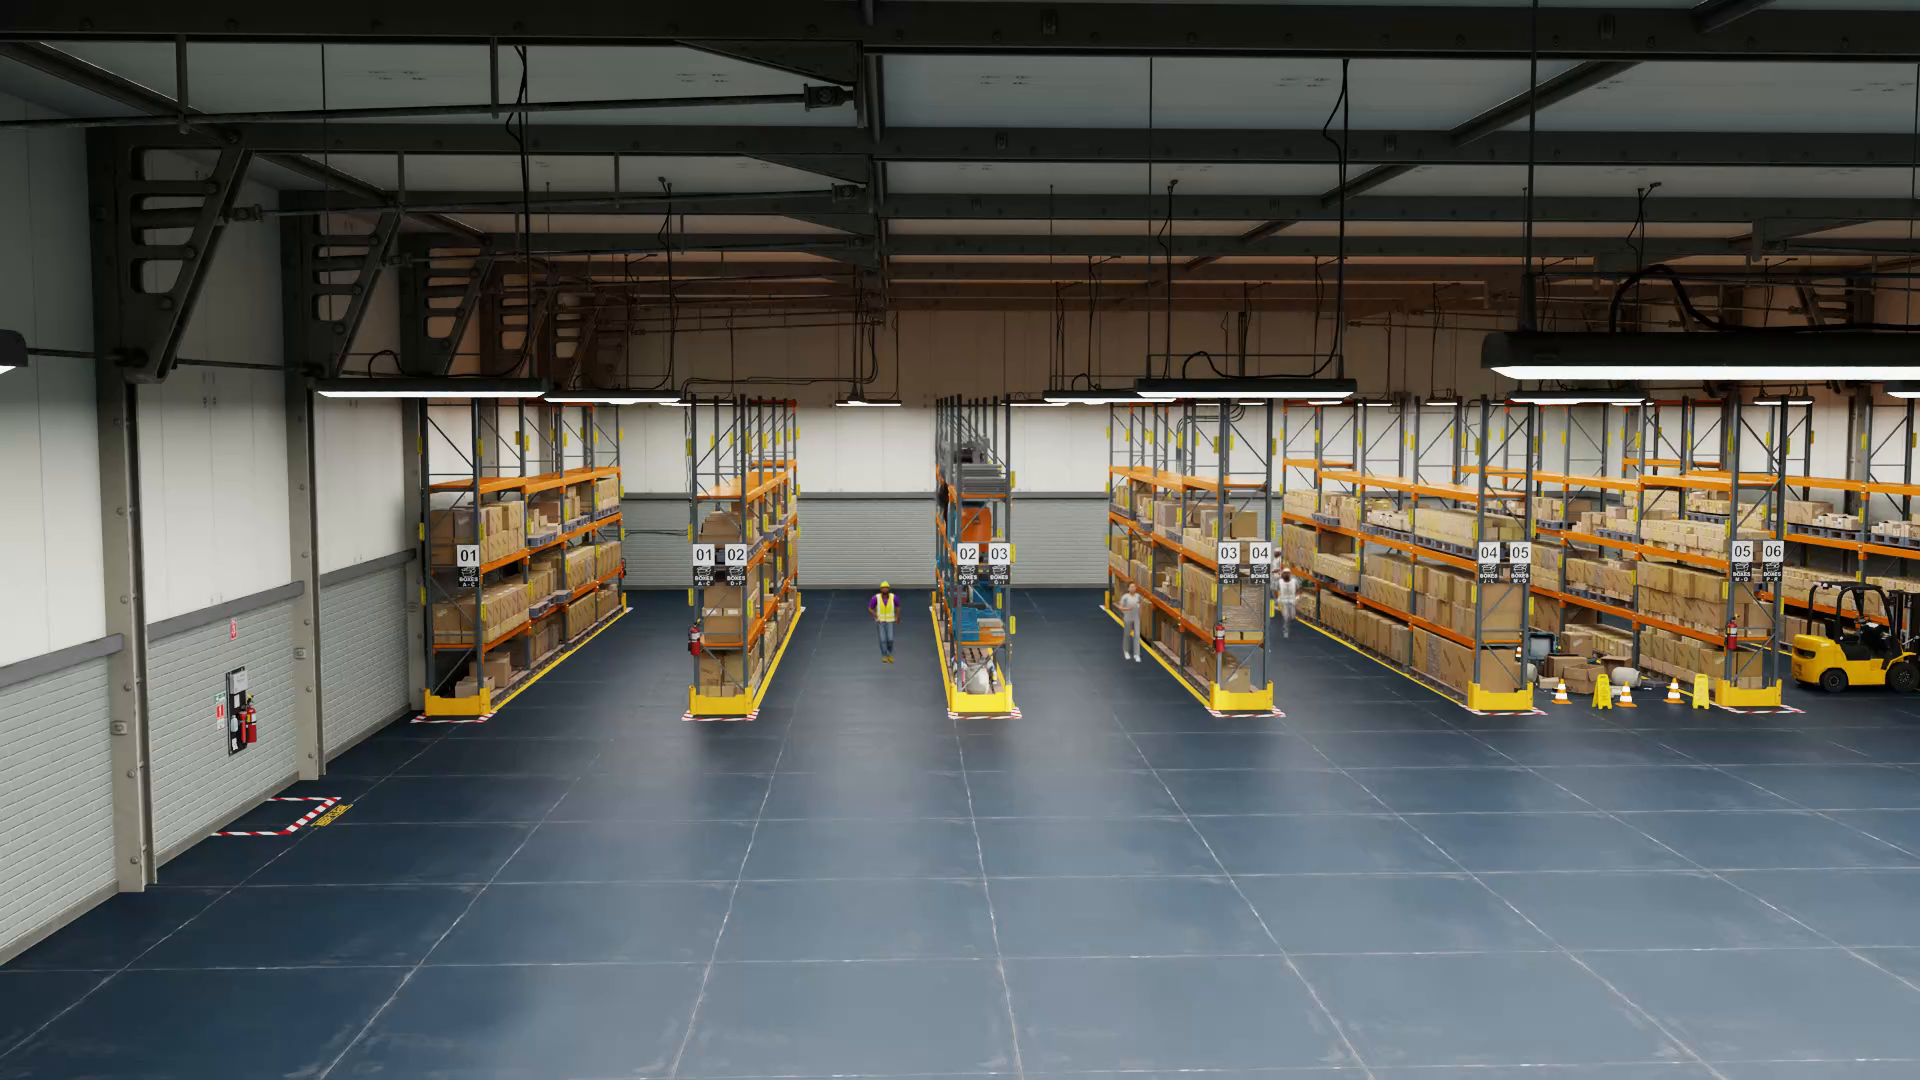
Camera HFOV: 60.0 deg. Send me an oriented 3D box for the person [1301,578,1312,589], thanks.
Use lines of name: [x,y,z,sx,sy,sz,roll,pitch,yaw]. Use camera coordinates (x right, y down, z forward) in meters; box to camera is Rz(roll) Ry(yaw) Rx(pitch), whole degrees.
person: [10.389,0.975,49.175,0.767,1.834,0.637,-1,5,-7]

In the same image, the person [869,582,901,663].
person: [-1.608,1.774,35.593,0.698,1.772,0.579,0,5,-3]

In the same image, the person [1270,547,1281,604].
person: [9.310,1.043,48.866,0.537,1.700,0.716,-1,5,-11]

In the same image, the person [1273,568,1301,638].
person: [8.222,1.571,41.799,0.676,1.746,0.562,0,5,4]

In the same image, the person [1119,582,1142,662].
person: [3.713,1.754,35.916,0.565,1.707,0.884,-1,5,-10]
